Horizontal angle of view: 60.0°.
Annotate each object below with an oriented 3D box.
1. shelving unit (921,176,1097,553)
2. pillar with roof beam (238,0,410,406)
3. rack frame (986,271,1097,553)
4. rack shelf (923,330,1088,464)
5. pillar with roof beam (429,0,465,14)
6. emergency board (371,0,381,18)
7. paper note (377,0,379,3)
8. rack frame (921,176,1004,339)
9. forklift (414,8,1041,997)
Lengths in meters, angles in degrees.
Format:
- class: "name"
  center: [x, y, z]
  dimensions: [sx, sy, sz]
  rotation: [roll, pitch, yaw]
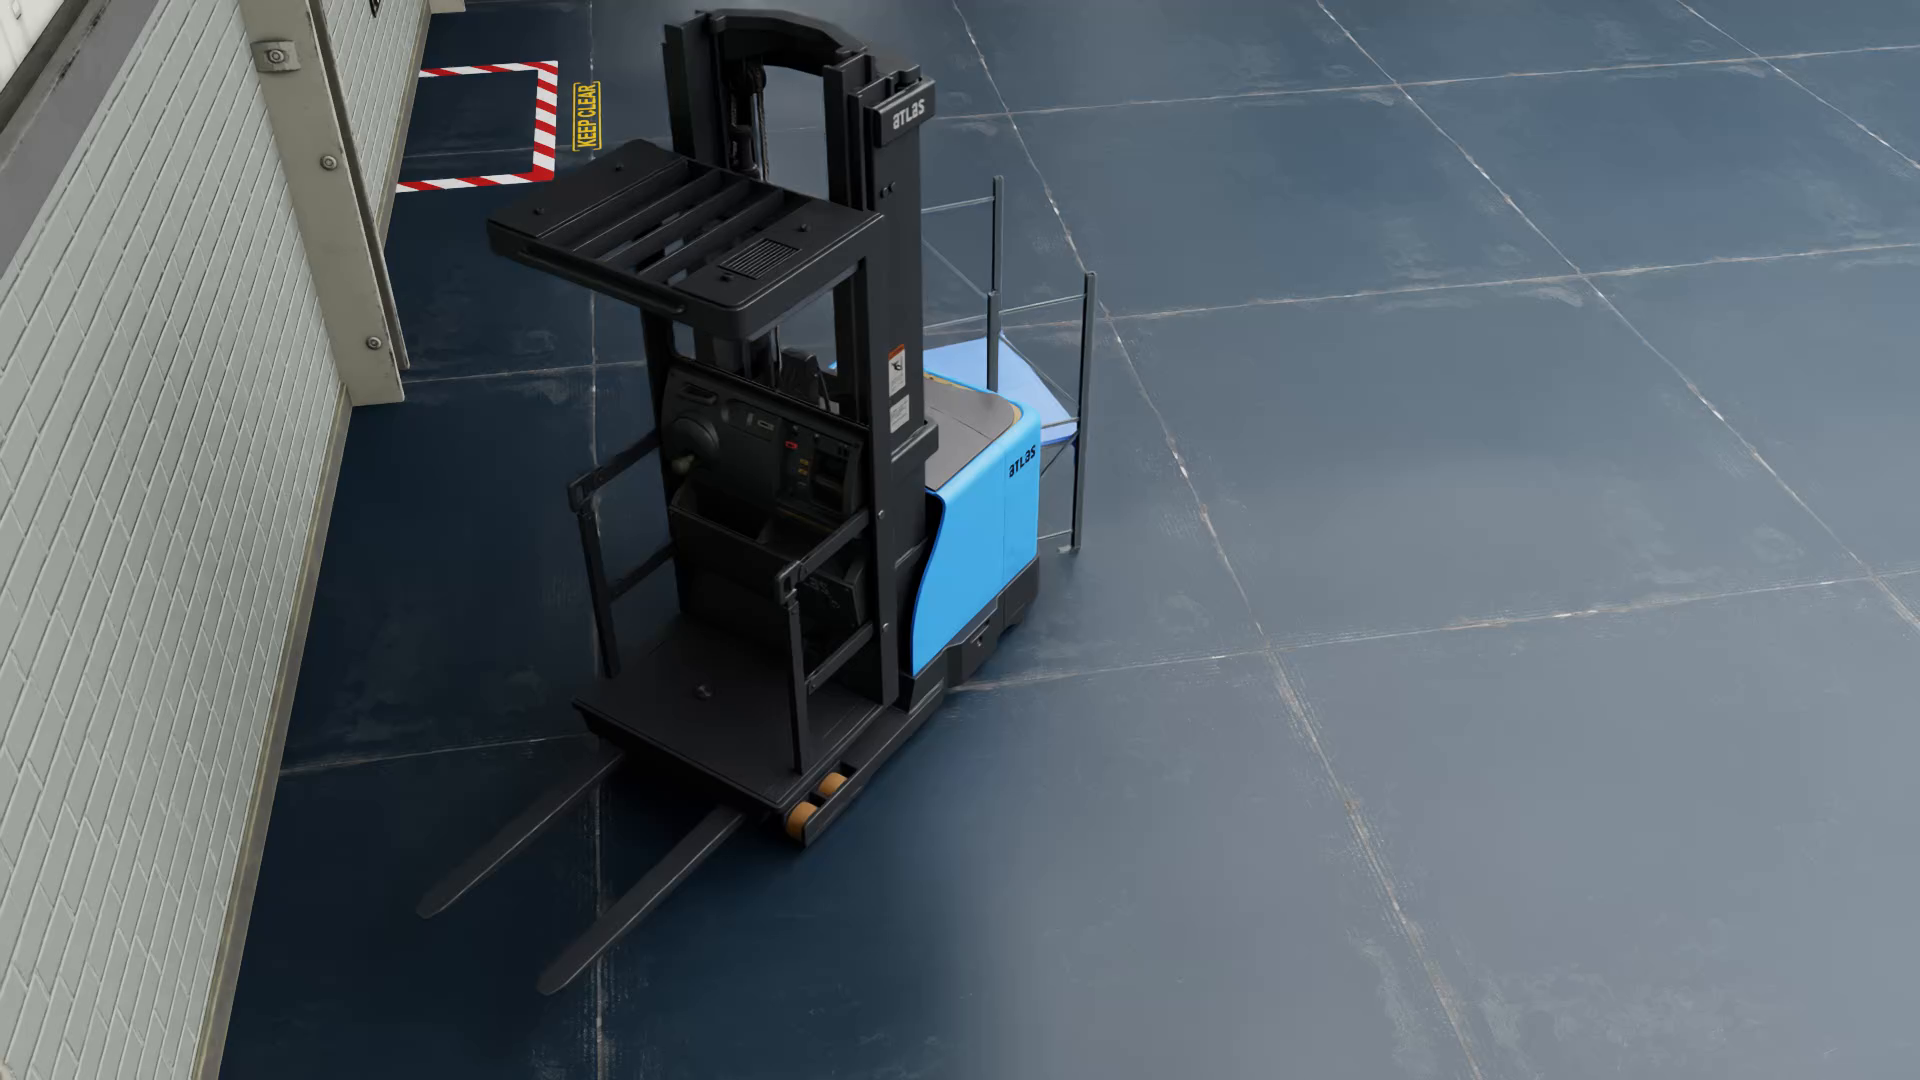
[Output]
- class: "shelving unit"
  center: [0.162, -0.795, 7.951]
  dimensions: [0.538, 1.500, 1.048]
  rotation: [-14, 40, -17]
- class: "pillar with roof beam"
  center: [0.997, -4.881, 7.097]
  dimensions: [9.100, 9.000, 0.400]
  rotation: [-6, 38, -8]
- class: "rack frame"
  center: [0.353, -0.506, 7.579]
  dimensions: [0.500, 1.500, 0.032]
  rotation: [-14, 40, -17]
- class: "rack shelf"
  center: [0.162, -0.653, 8.061]
  dimensions: [0.538, 0.185, 1.000]
  rotation: [-14, 40, -17]
- class: "pillar with roof beam"
  center: [-0.054, -8.505, 11.762]
  dimensions: [9.100, 9.000, 0.400]
  rotation: [-6, 38, -8]
- class: "emergency board"
  center: [-3.914, -4.168, 11.070]
  dimensions: [0.157, 1.169, 0.626]
  rotation: [-6, 38, -8]
- class: "paper note"
  center: [-3.934, -3.713, 11.203]
  dimensions: [0.016, 0.148, 0.142]
  rotation: [-6, 38, -8]
- class: "rack frame"
  center: [-0.029, -1.084, 8.323]
  dimensions: [0.500, 1.500, 0.032]
  rotation: [-14, 40, -17]
- class: "forklift"
  center: [-0.870, -0.287, 6.130]
  dimensions: [1.130, 2.935, 3.031]
  rotation: [22, 43, 26]
